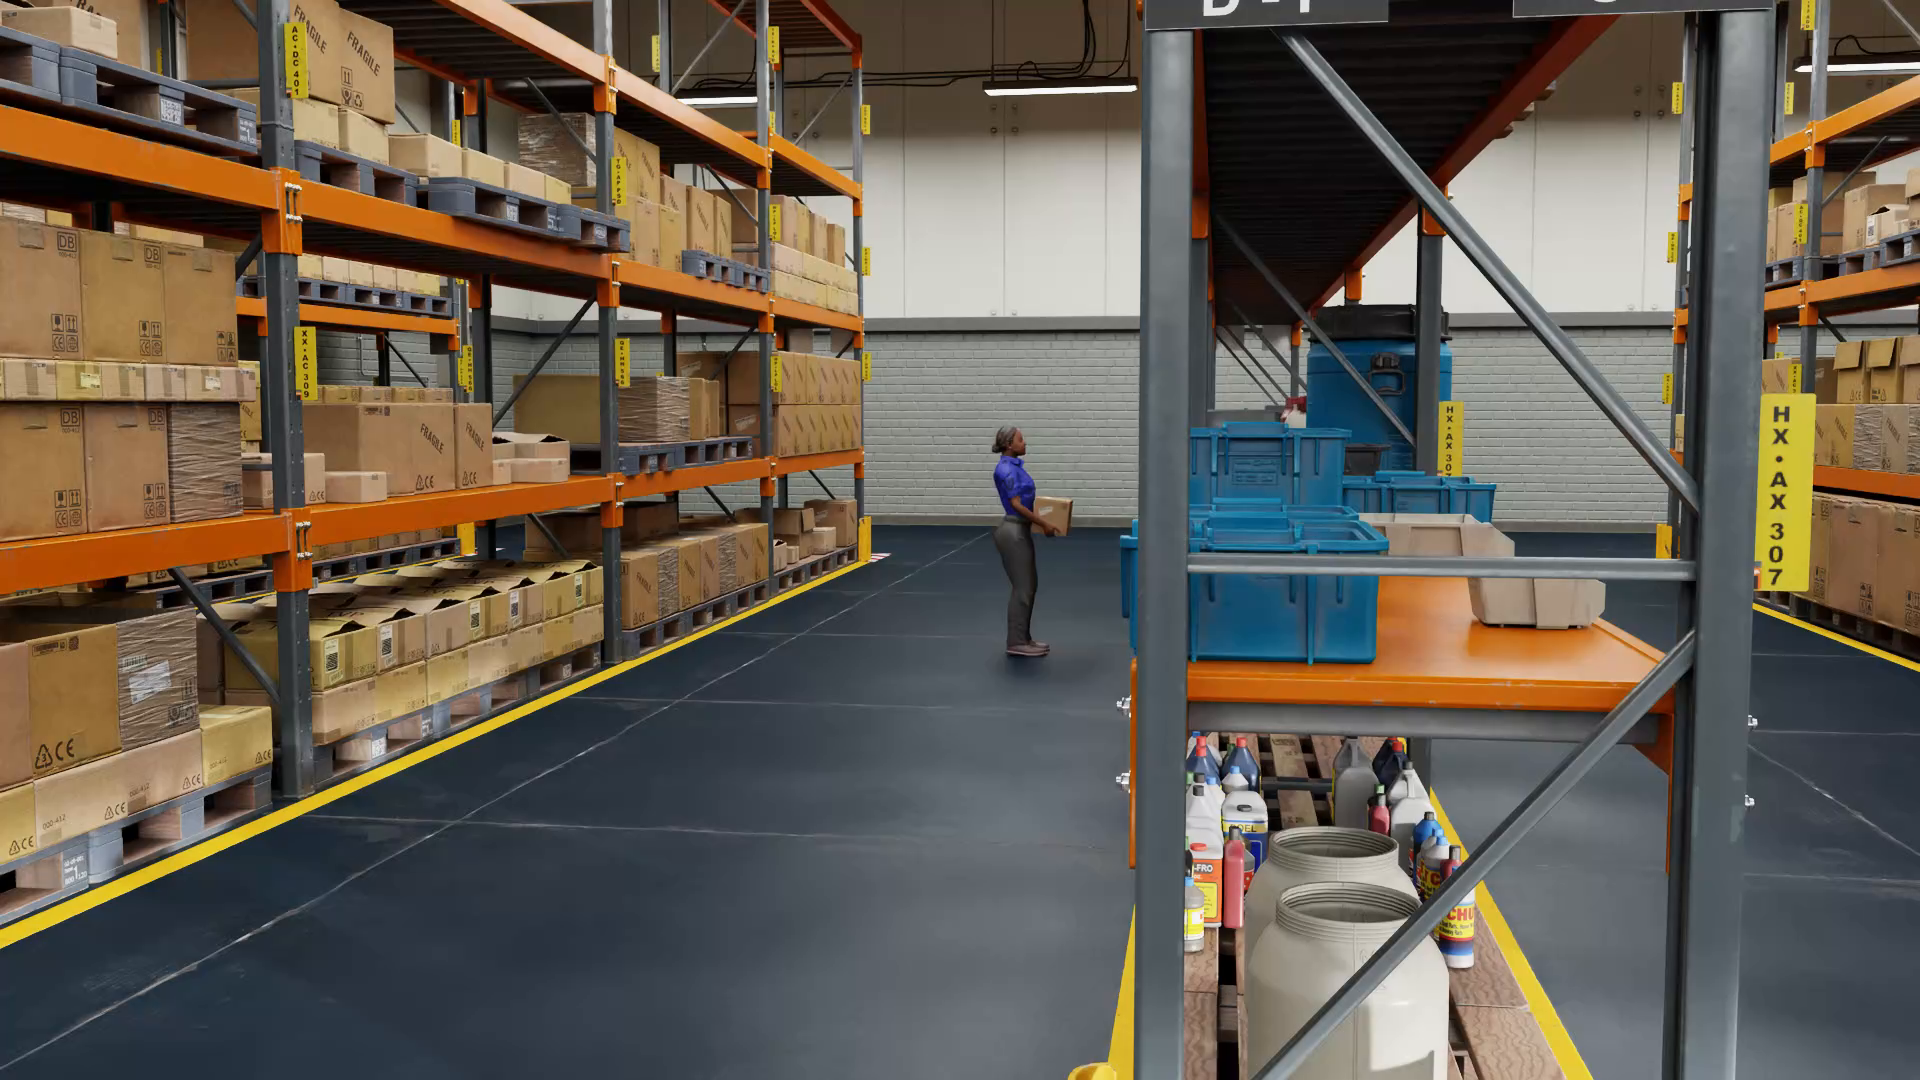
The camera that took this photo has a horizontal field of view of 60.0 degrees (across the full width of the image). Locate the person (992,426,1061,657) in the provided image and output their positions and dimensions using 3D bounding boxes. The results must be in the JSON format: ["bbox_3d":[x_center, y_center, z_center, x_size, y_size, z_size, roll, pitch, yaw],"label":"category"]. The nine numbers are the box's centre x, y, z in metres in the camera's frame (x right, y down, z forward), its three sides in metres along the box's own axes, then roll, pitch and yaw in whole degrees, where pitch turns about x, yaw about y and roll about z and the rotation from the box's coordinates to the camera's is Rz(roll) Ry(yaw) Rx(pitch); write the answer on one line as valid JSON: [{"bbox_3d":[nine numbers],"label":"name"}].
[{"bbox_3d":[0.482,0.001,11.976,0.516,1.645,0.447,1,5,9],"label":"person"}]
